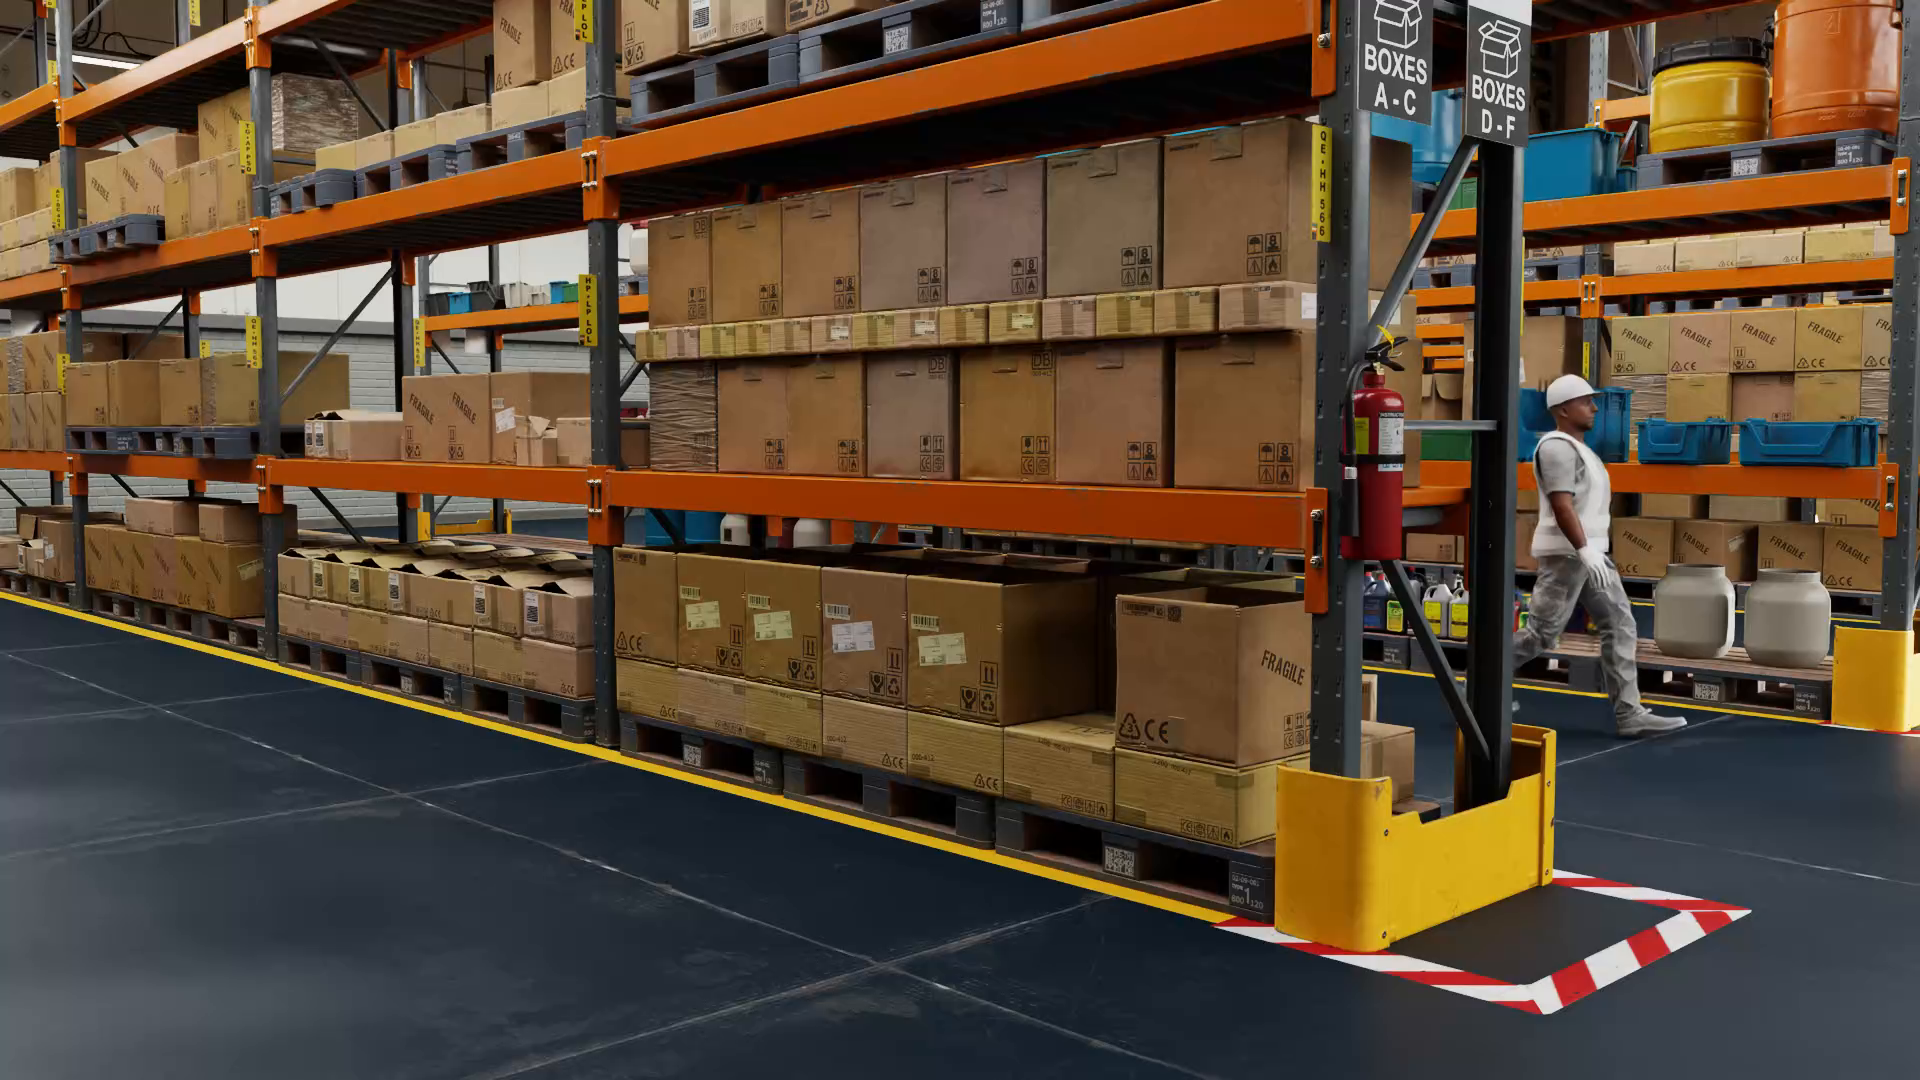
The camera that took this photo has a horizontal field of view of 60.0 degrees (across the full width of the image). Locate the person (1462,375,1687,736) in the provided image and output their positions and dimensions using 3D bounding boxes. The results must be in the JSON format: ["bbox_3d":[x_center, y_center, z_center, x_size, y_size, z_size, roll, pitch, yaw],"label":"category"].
[{"bbox_3d":[2.985,0.072,8.088,1.031,1.748,0.579,3,5,35],"label":"person"}]
